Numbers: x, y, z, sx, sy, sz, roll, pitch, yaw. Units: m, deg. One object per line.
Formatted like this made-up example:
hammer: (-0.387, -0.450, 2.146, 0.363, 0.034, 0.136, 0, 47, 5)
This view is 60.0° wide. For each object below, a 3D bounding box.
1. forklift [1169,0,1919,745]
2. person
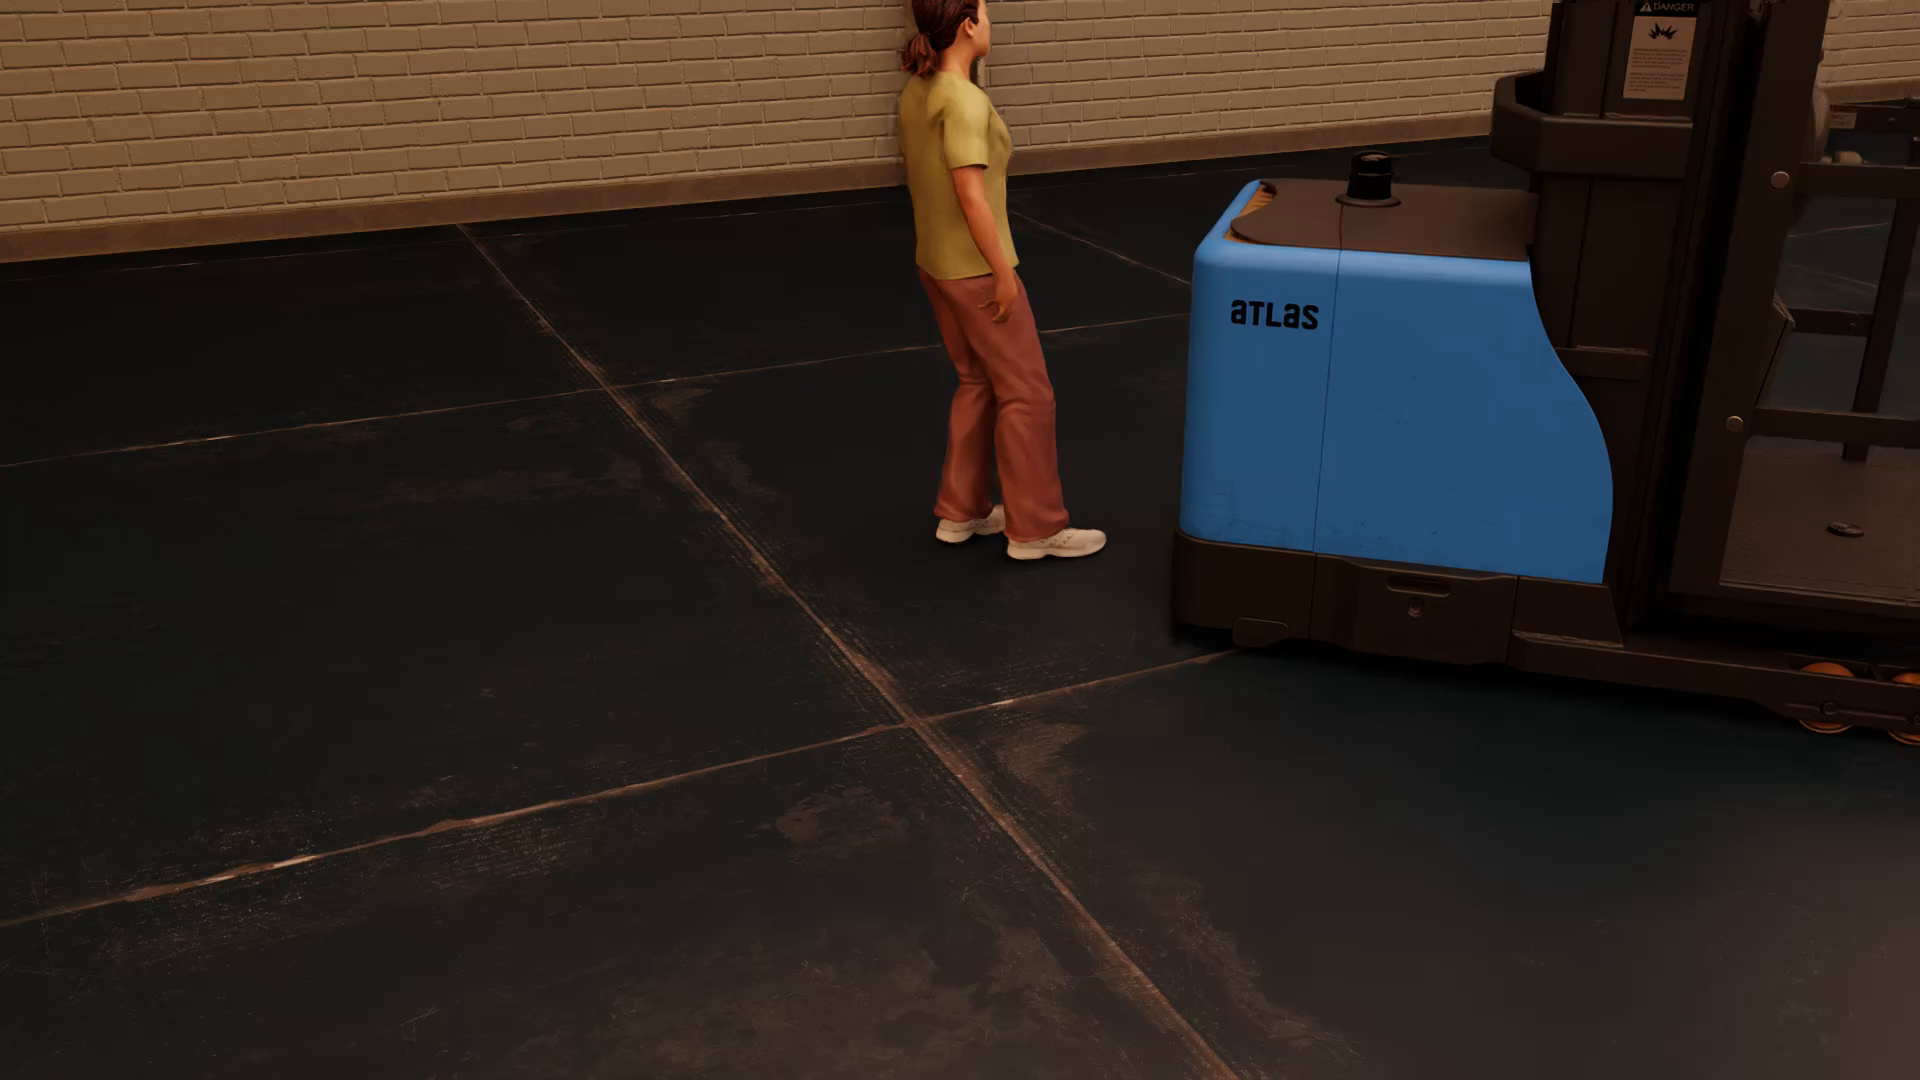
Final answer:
forklift: (2.139, -1.096, 3.924, 3.031, 2.935, 1.130, 7, 23, 15)
person: (0.091, -0.787, 4.849, 0.552, 1.665, 0.585, -9, 24, -20)
